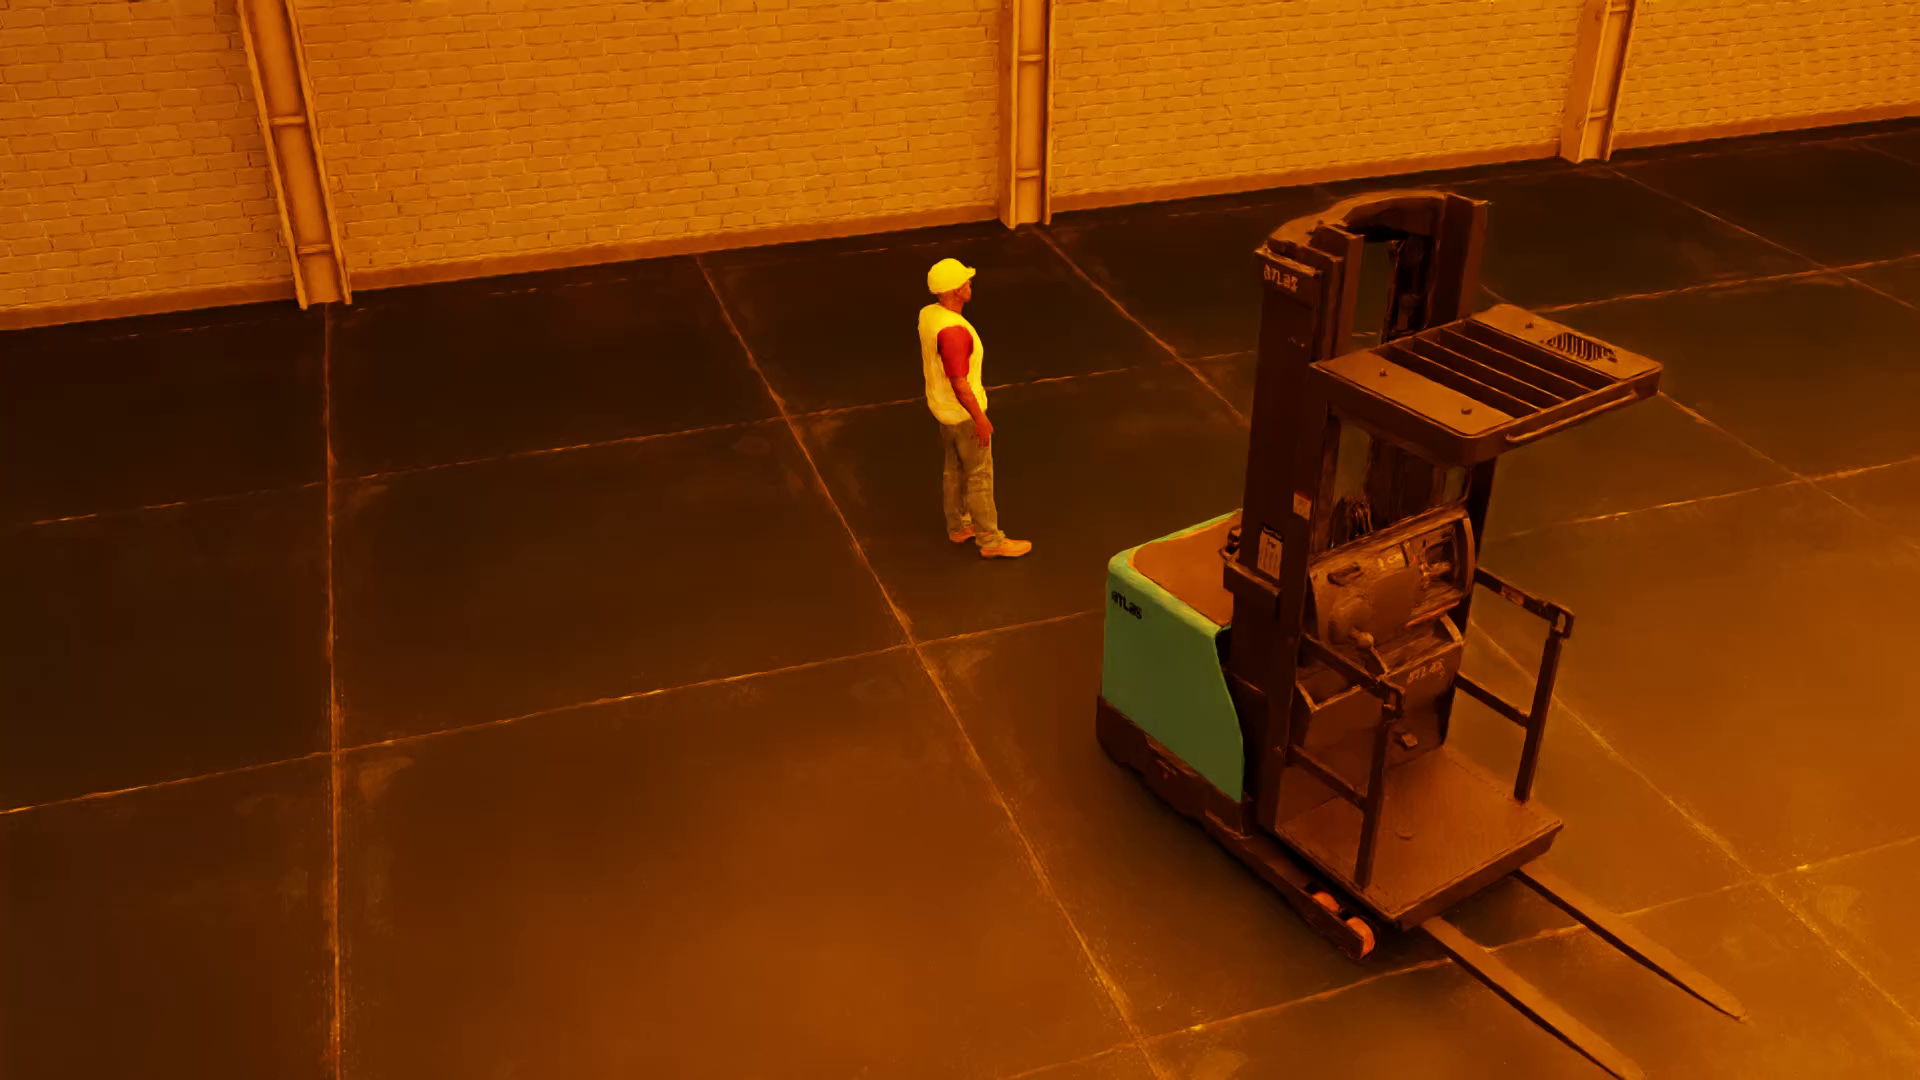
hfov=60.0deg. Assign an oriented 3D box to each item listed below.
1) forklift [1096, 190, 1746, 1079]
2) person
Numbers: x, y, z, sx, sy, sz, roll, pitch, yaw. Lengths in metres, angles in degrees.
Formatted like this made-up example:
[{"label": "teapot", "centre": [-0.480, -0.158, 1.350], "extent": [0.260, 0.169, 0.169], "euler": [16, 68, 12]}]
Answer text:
[{"label": "forklift", "centre": [1.912, 0.209, 6.724], "extent": [1.130, 2.935, 3.031], "euler": [-19, 35, -29]}, {"label": "person", "centre": [0.068, -0.780, 9.597], "extent": [0.576, 1.766, 0.665], "euler": [-10, 31, -16]}]
